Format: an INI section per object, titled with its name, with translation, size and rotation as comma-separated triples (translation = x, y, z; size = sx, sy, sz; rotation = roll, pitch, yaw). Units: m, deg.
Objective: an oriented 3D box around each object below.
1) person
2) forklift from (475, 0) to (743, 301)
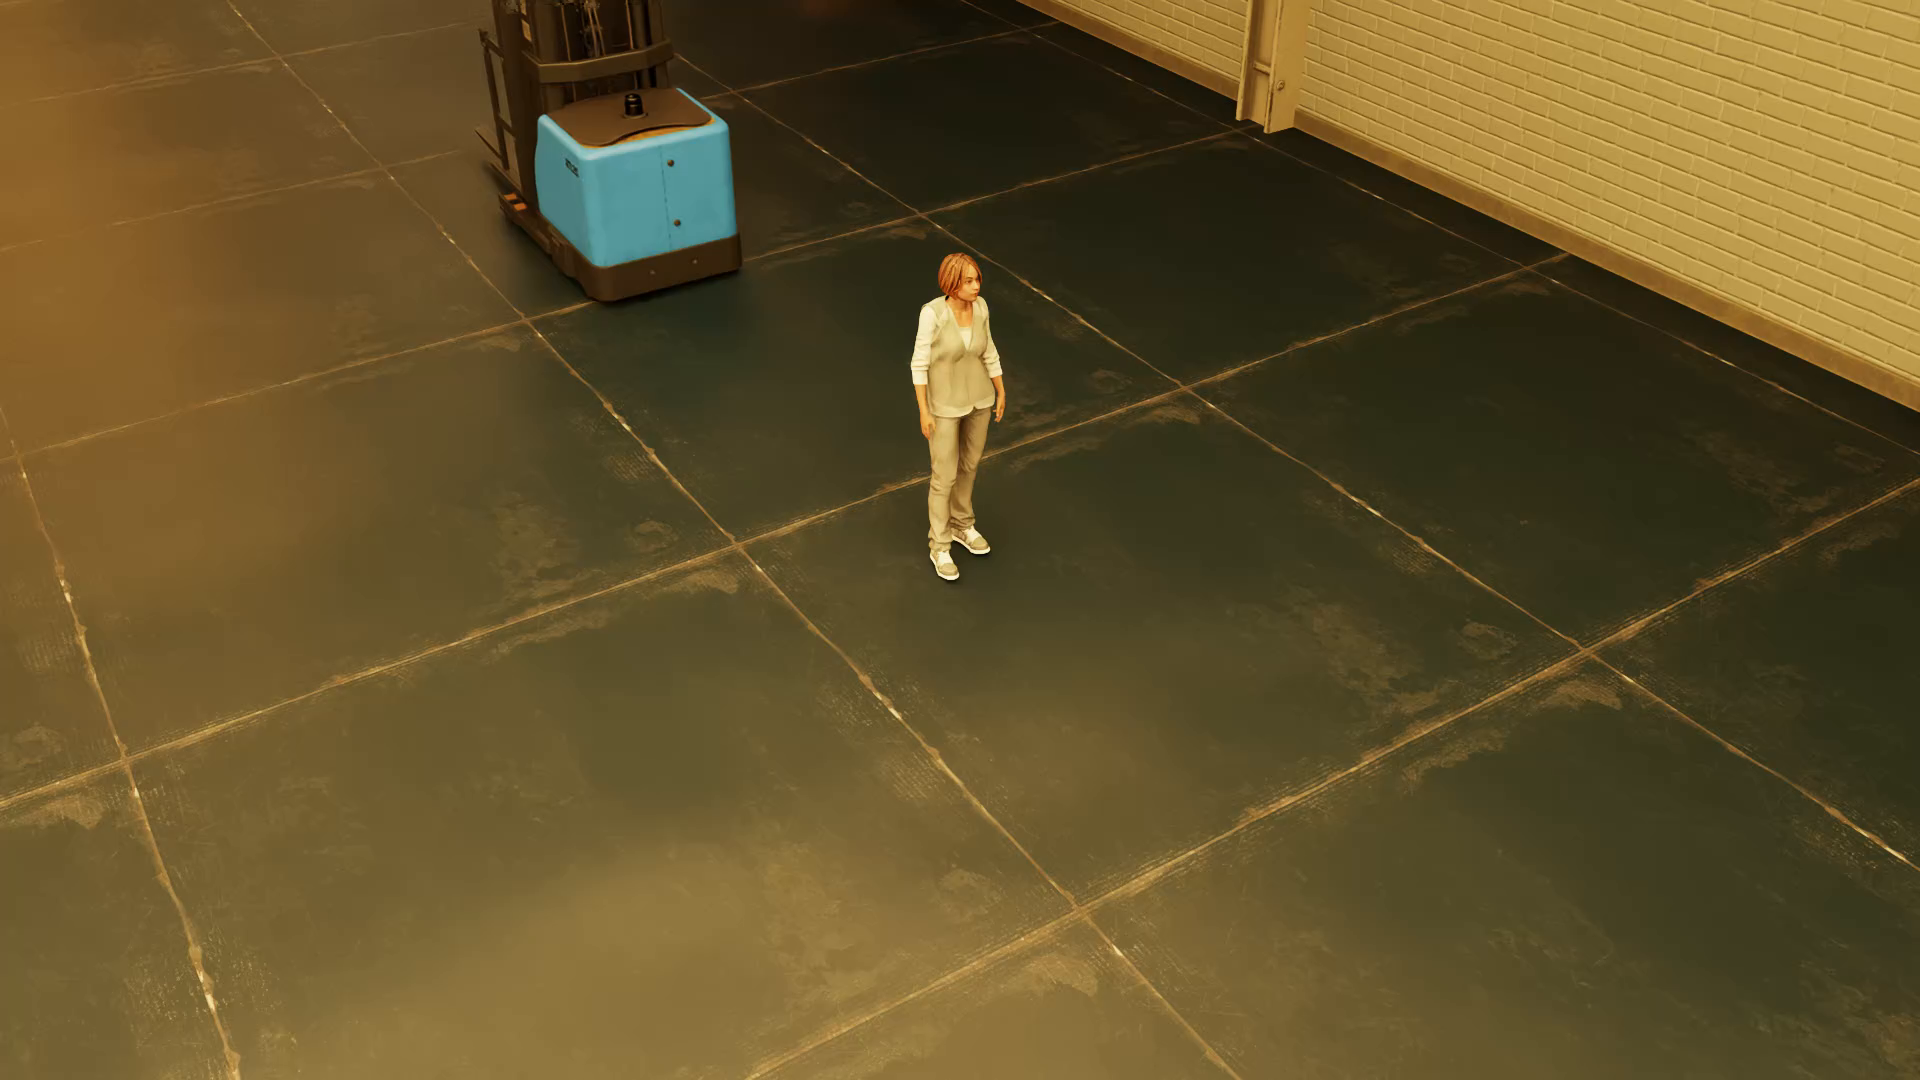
[person]
translation = 0.028, -0.620, 8.177
size = 0.520, 1.597, 0.475
rotation = -21, 40, -27
[forklift]
translation = -2.667, -3.562, 11.217
size = 1.130, 2.935, 3.031
rotation = -19, 40, -25
